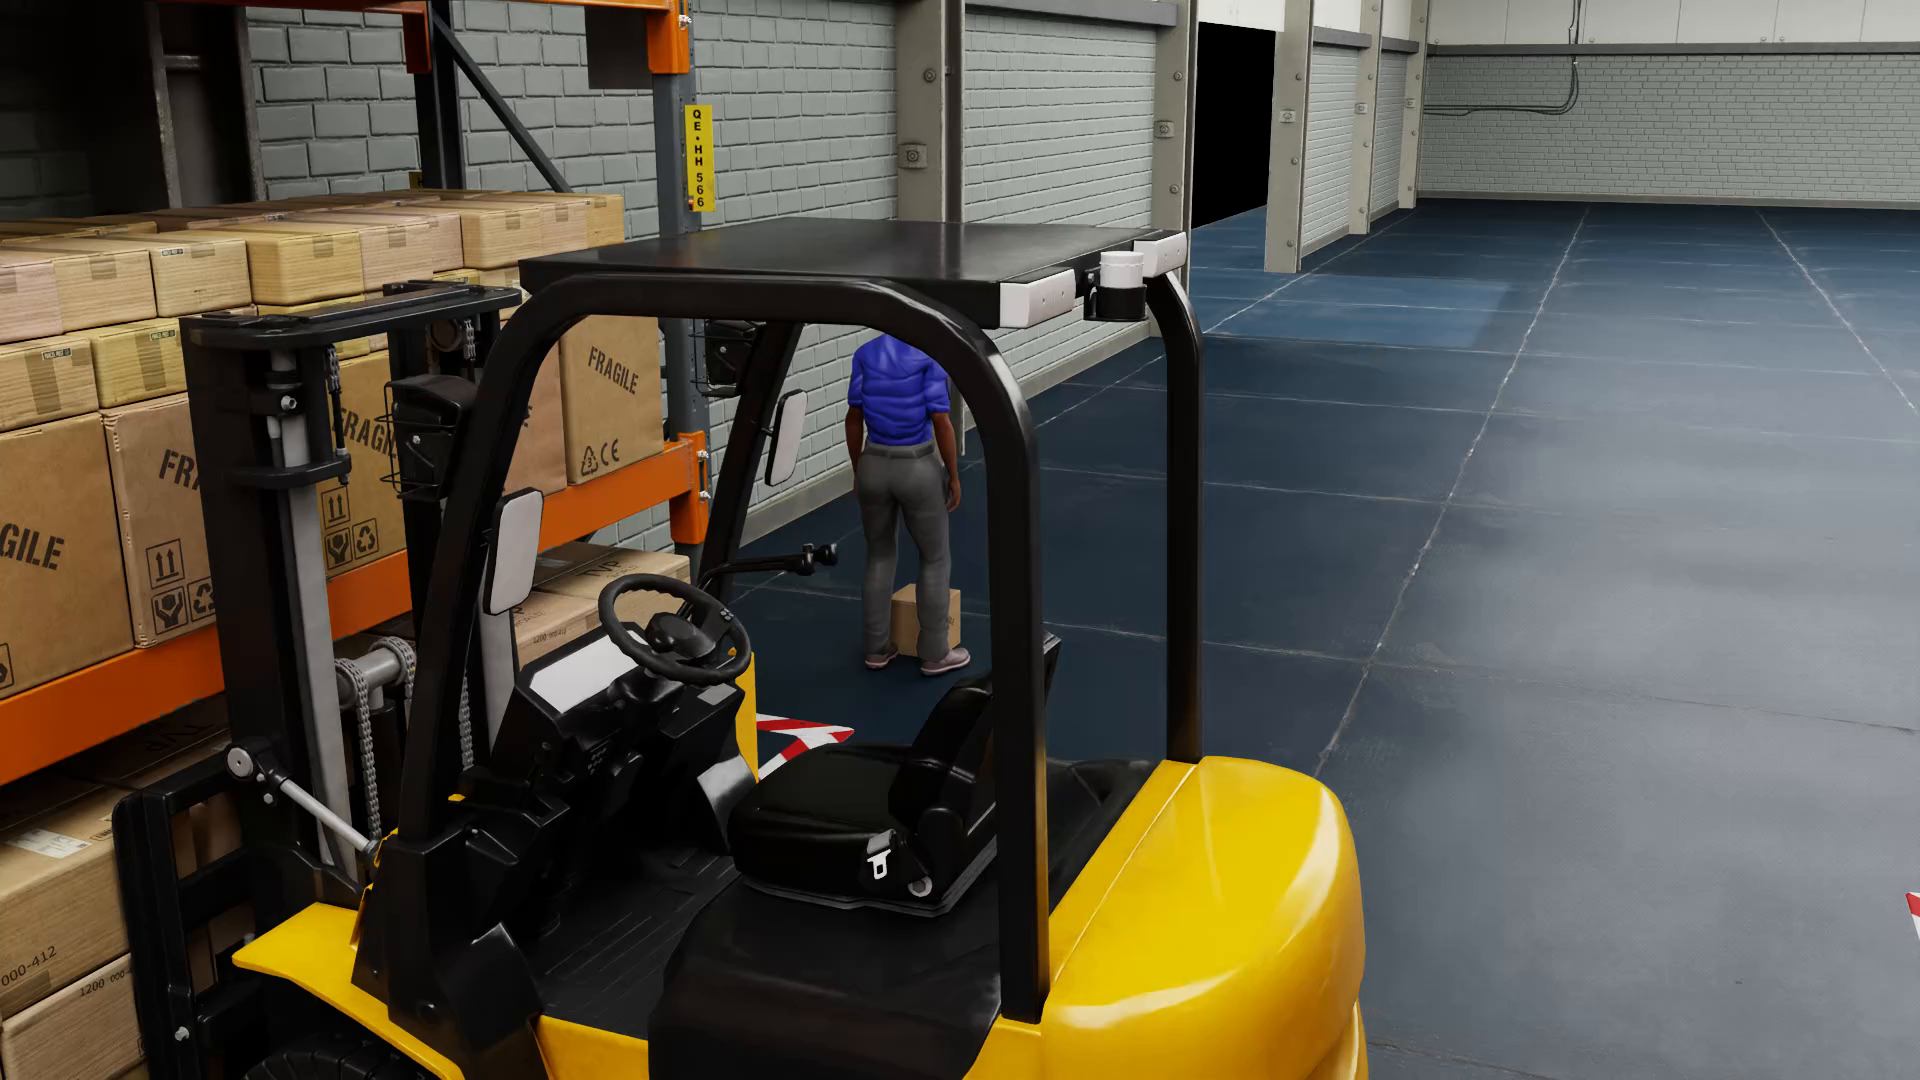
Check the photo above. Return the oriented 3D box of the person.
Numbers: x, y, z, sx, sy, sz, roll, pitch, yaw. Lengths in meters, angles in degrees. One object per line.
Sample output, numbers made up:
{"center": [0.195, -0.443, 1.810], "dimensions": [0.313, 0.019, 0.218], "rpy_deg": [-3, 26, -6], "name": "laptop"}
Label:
{"center": [-0.233, -0.258, 6.959], "dimensions": [0.506, 1.655, 0.346], "rpy_deg": [6, 17, 21], "name": "person"}
